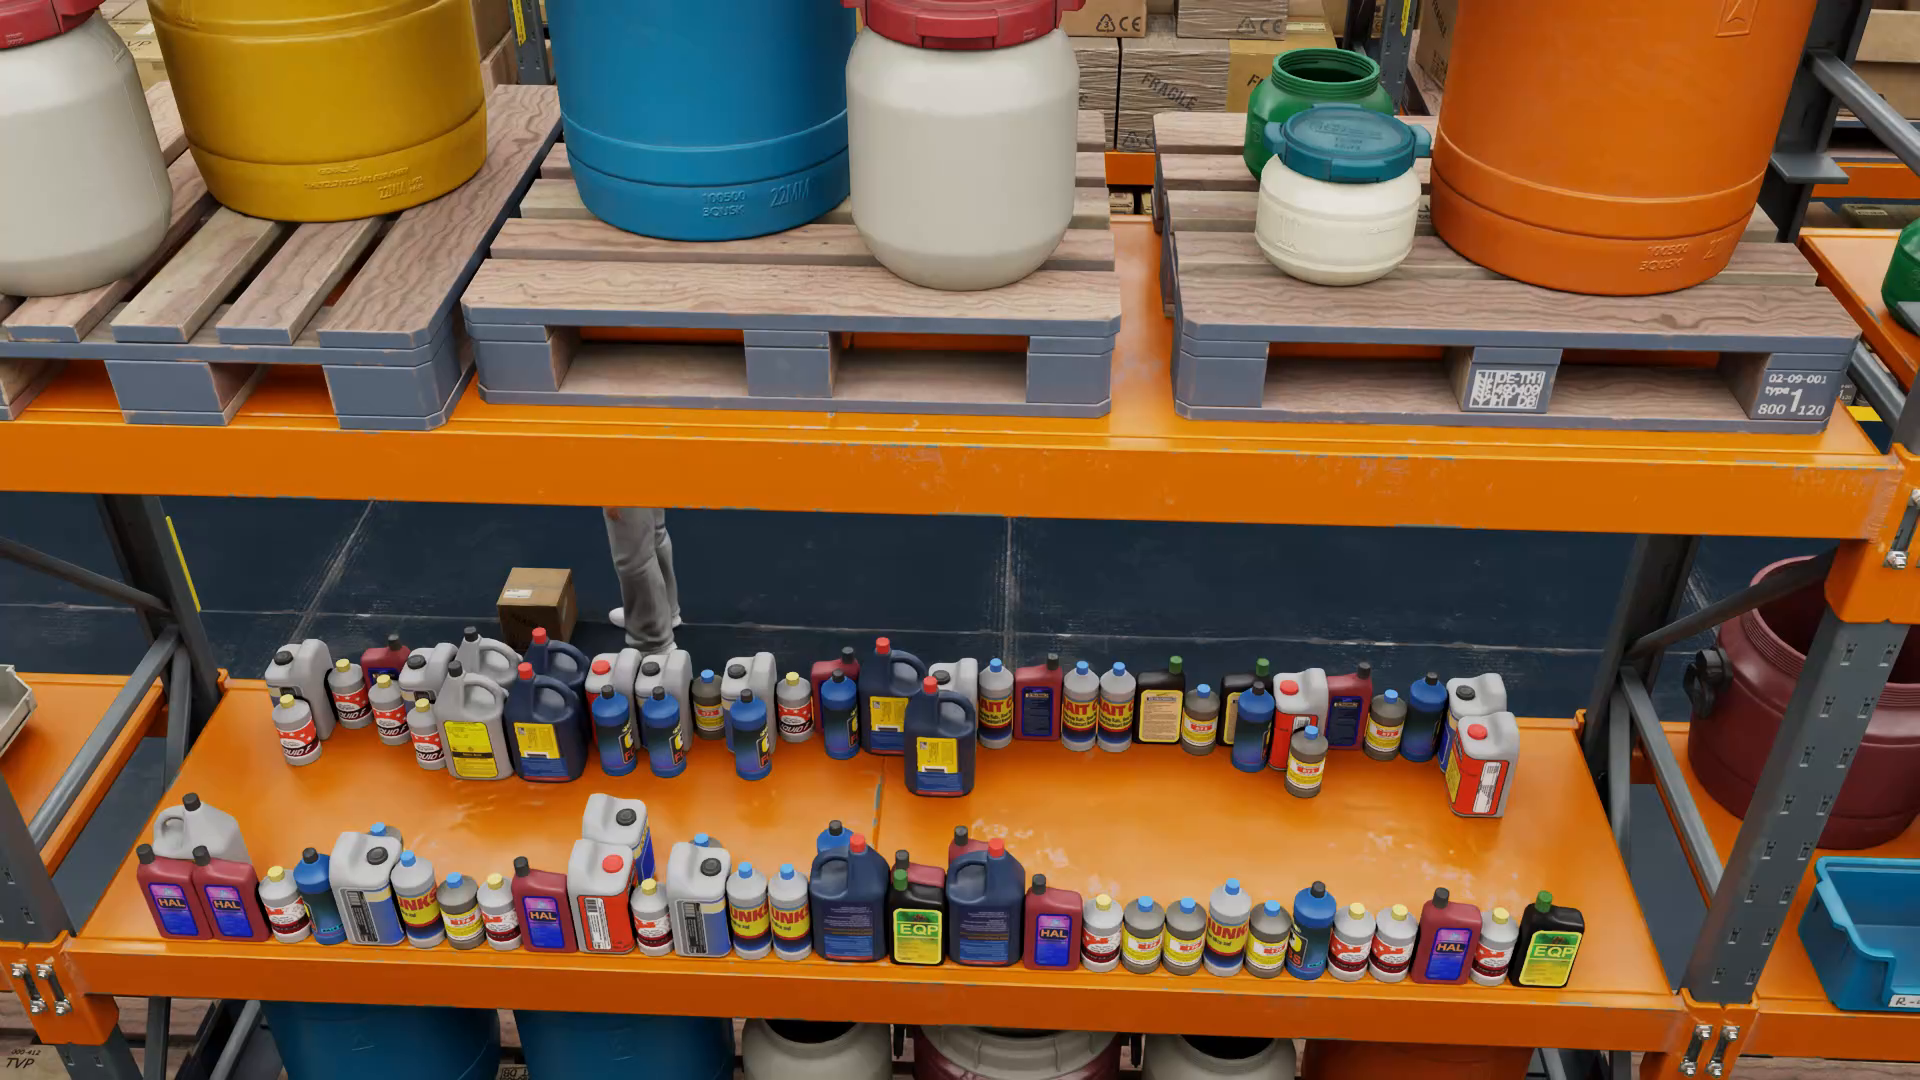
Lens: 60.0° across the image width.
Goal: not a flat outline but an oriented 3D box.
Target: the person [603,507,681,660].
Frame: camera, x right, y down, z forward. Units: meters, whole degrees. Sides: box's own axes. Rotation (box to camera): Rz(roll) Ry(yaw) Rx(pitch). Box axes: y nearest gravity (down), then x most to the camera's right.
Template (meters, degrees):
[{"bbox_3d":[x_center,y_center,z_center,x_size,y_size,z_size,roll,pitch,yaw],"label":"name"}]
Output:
[{"bbox_3d":[-1.302,-0.273,6.521,0.392,1.700,0.496,2,36,3],"label":"person"}]
